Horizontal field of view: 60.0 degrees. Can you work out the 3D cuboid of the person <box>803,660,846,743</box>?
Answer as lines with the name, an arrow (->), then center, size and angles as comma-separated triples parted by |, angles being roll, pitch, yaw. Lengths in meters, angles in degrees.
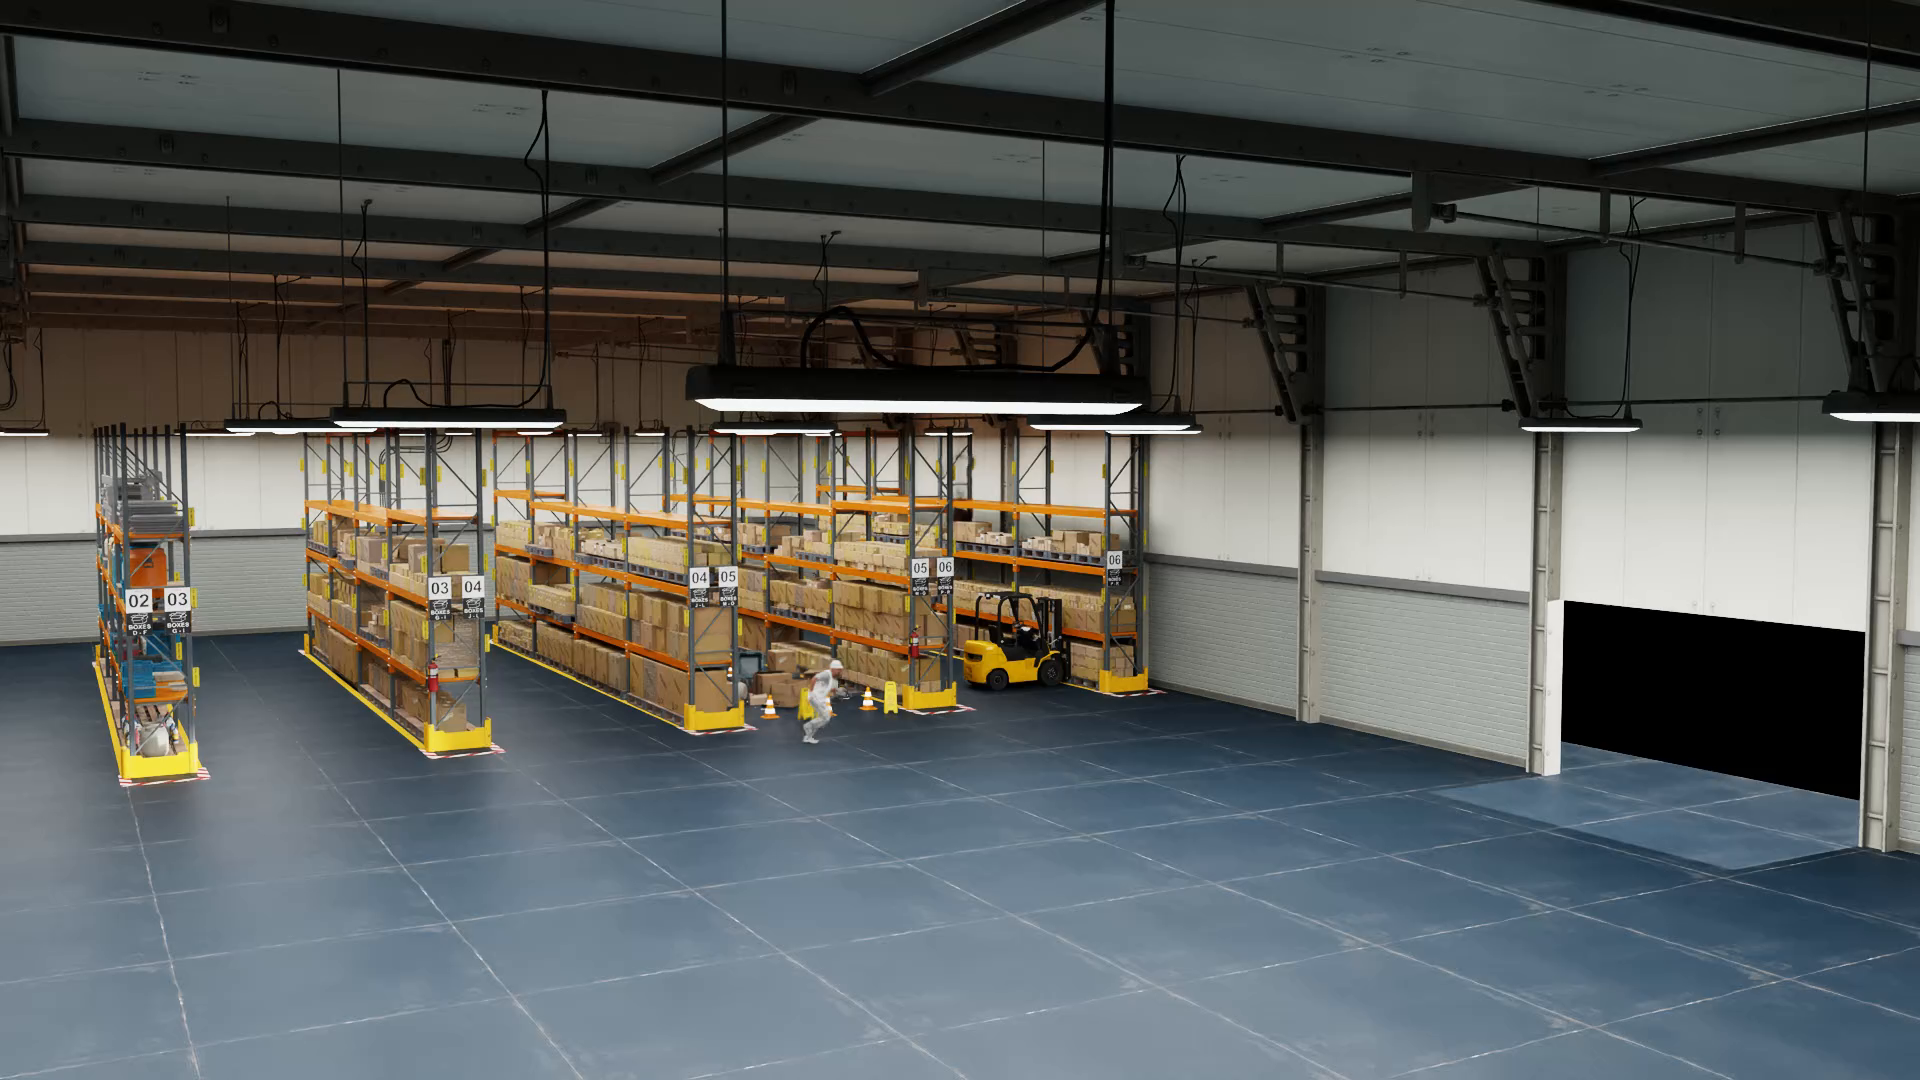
person -> -2.566, 3.040, 31.188 | 0.824, 1.591, 0.716 | 1, 4, 13

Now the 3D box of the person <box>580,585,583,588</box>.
person -> -10.674, 2.044, 47.741 | 0.550, 1.626, 0.599 | 3, 4, 36
